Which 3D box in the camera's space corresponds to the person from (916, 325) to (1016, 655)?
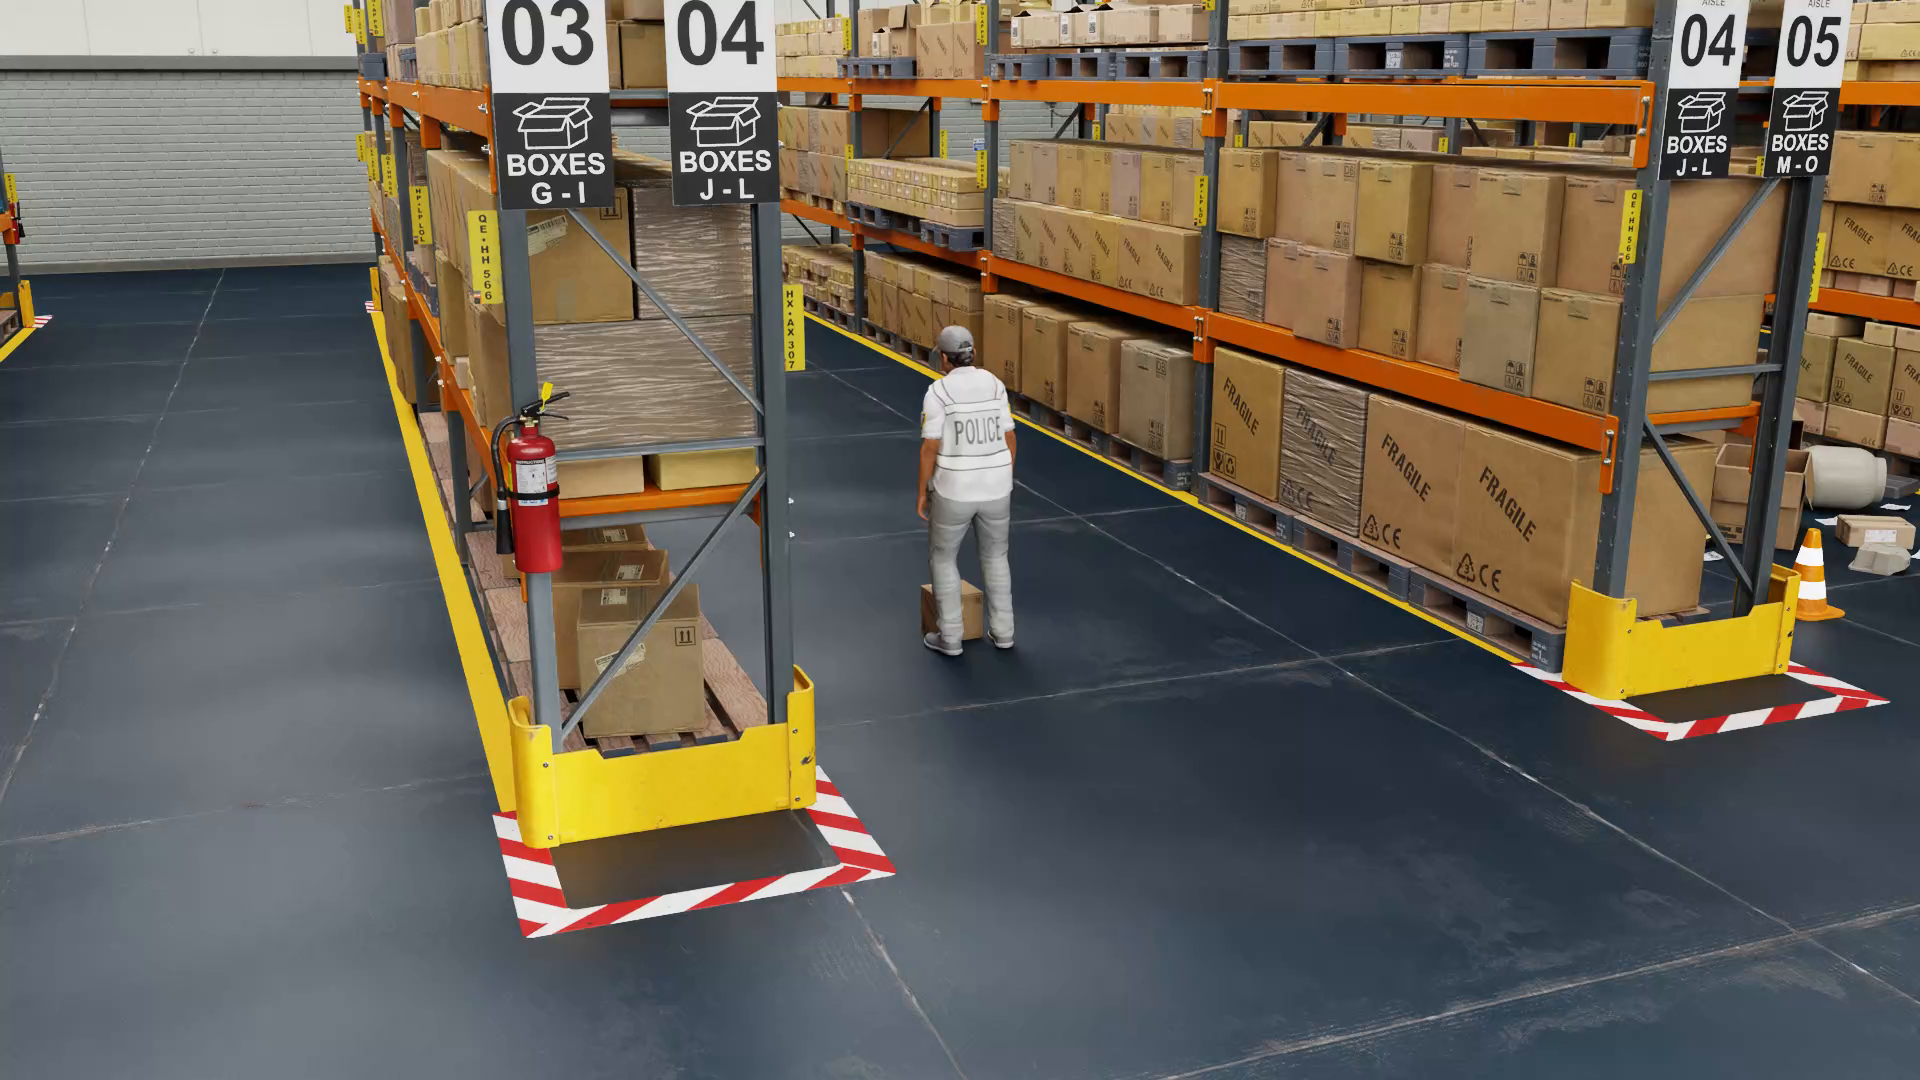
[{"bbox_3d":[0.037,-0.249,8.399,0.564,1.666,0.466,-7,17,-23],"label":"person"}]
